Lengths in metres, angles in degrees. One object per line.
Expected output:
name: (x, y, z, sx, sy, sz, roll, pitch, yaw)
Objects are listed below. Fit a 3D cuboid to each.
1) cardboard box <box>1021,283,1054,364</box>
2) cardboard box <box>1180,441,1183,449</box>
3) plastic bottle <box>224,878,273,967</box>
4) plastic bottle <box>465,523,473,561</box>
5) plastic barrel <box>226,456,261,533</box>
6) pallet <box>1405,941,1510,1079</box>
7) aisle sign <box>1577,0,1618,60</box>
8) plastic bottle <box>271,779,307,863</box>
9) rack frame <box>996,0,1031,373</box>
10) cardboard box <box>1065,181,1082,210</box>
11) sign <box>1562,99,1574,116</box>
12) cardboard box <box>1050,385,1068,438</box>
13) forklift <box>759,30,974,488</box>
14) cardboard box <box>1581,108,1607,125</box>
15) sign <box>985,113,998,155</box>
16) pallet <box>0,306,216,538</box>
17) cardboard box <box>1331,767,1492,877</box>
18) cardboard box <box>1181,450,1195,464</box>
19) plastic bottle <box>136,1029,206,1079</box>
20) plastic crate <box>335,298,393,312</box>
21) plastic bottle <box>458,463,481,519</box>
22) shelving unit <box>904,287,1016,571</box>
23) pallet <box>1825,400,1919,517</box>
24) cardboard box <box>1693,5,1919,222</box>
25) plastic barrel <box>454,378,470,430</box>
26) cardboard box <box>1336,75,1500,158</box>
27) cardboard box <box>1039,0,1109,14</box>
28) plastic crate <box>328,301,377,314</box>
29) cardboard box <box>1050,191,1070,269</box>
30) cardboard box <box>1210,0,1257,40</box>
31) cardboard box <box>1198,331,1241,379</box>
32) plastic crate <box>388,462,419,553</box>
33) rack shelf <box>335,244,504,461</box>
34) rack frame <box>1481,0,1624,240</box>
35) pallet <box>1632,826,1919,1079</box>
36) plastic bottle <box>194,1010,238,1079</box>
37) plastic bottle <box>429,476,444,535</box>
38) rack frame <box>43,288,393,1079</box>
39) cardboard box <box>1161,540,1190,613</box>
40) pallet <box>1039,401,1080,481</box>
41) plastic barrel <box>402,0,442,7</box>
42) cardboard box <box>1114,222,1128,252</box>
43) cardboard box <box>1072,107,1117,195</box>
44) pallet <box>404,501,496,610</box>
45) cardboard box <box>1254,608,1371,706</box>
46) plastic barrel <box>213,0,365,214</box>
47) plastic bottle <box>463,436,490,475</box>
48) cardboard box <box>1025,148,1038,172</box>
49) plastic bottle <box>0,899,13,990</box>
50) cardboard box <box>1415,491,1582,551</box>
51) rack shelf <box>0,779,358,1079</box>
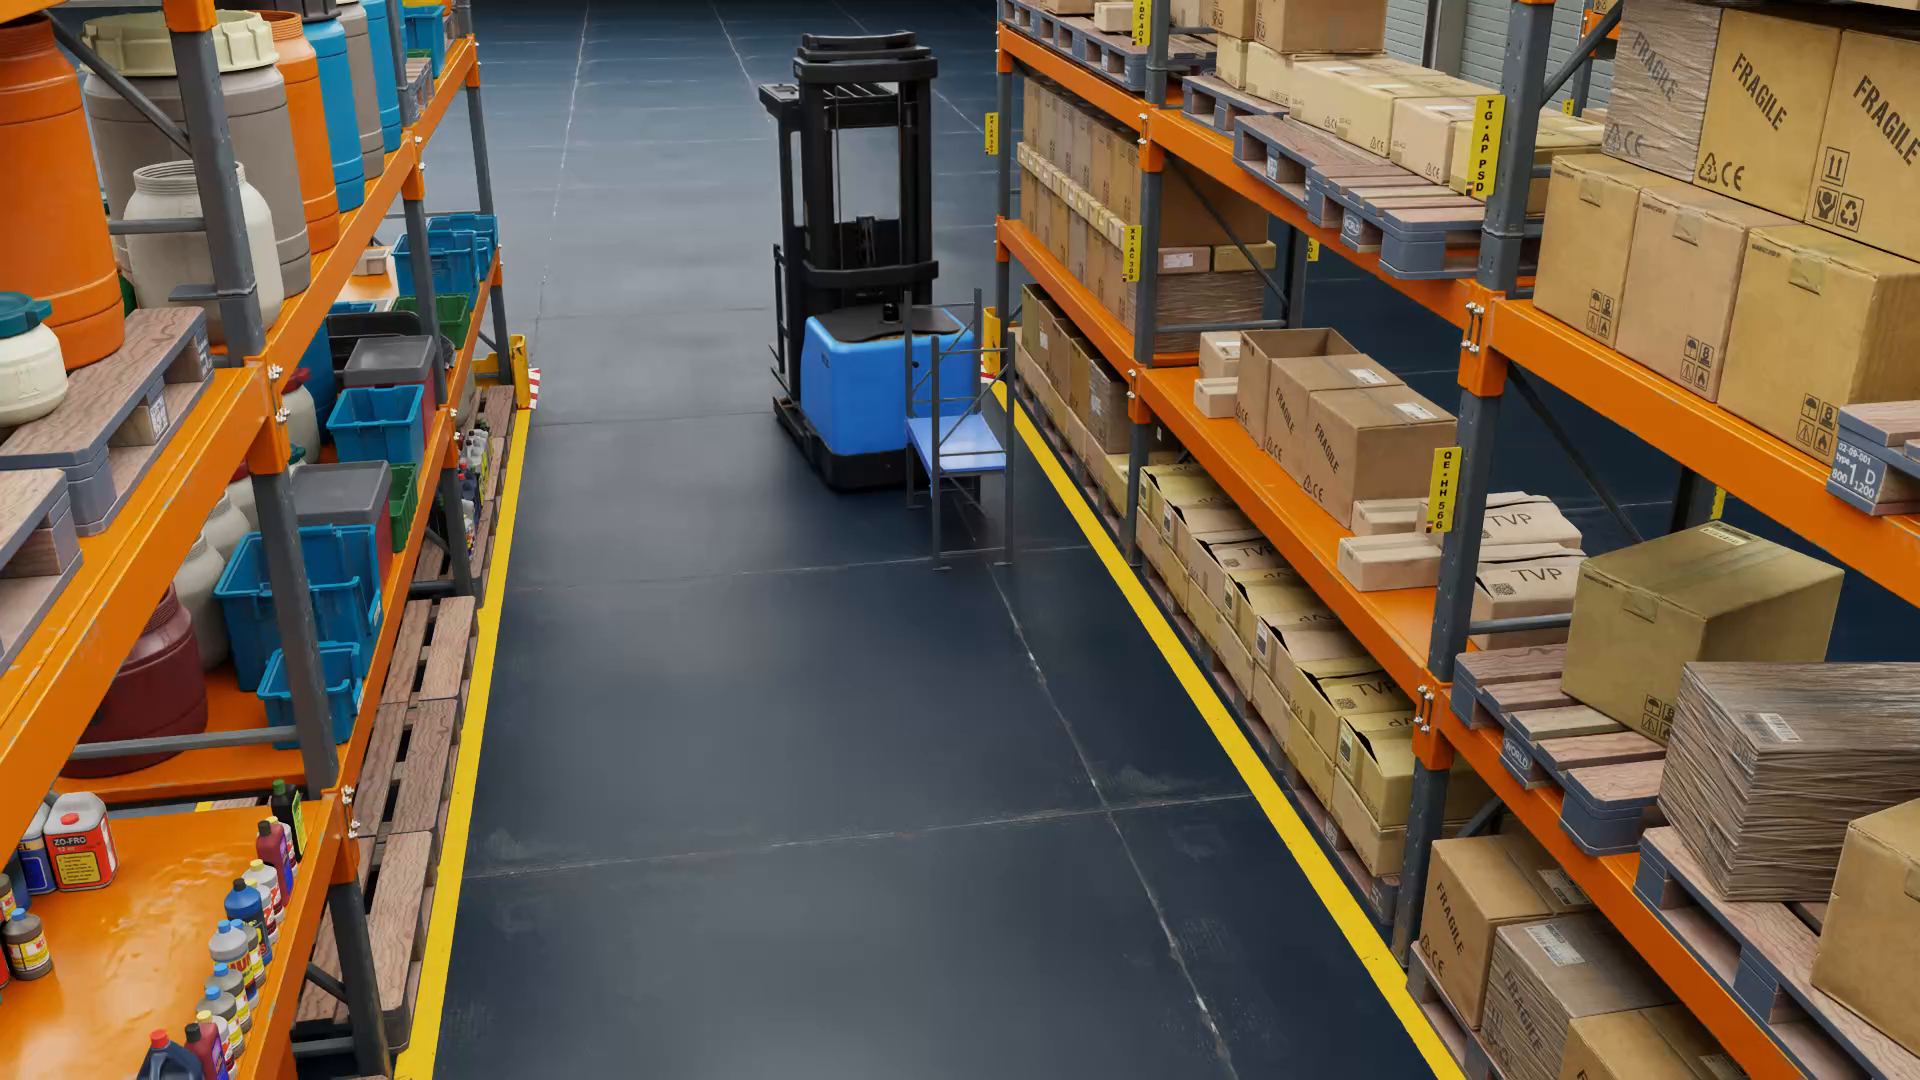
cardboard box: (0.773, -1.688, 12.840, 0.500, 0.500, 0.500, -4, 24, -10)
cardboard box: (1.660, -0.940, 11.128, 0.500, 0.500, 0.500, -4, 24, -10)
plastic bottle: (-2.015, 1.077, 4.697, 0.097, 0.271, 0.097, 0, 24, 0)
plastic bottle: (-2.959, -0.006, 9.876, 0.097, 0.271, 0.097, 0, 24, 0)
plastic barrel: (-3.154, -0.108, 7.080, 0.433, 0.535, 0.433, 0, 24, 0)
pallet: (2.379, 1.885, 6.169, 1.003, 0.211, 1.213, -4, 24, -10)
aisle sign: (5.358, -4.401, 13.831, 0.394, 0.787, 0.004, -4, 24, -10)
plastic bottle: (-2.097, 0.857, 5.185, 0.061, 0.283, 0.133, -4, 24, -10)
rack frame: (0.798, -2.836, 13.495, 1.000, 3.000, 0.127, -4, 24, -10)
cardboard box: (0.943, -2.404, 11.571, 0.380, 0.149, 0.250, -4, 24, -9)
sign: (5.133, -3.560, 14.072, 0.100, 0.325, 0.005, -4, 24, -10)
cardboard box: (0.955, -0.950, 12.089, 0.500, 0.250, 0.500, -4, 24, -10)
forklift: (-0.815, -2.260, 12.262, 1.130, 2.935, 3.031, -7, 25, -16)
cardboard box: (5.459, -3.278, 13.733, 0.500, 0.500, 0.500, -4, 24, -10)
sign: (0.252, -3.230, 13.217, 0.100, 0.325, 0.005, -4, 24, -10)
pallet: (-2.546, -0.304, 4.186, 1.003, 0.211, 1.213, -4, 24, -10)
cardboard box: (1.941, 1.190, 7.189, 0.500, 0.250, 0.500, -4, 24, -8)
cardboard box: (1.750, -0.399, 10.828, 0.500, 0.250, 0.500, -4, 24, -10)
plastic bottle: (-1.897, 1.342, 3.992, 0.144, 0.351, 0.185, -4, 24, -10)
plastic crate: (-3.880, -1.396, 10.529, 0.530, 0.136, 0.437, -4, 24, -10)
plastic bottle: (-3.107, -0.307, 10.466, 0.144, 0.351, 0.185, -5, 24, -12)
shelving unit: (-0.016, -0.721, 10.527, 0.538, 1.500, 1.048, -4, 24, -10)
pallet: (2.771, -0.073, 3.657, 1.213, 0.211, 1.003, -4, 24, -10)
cardboard box: (2.446, -1.195, 4.616, 0.500, 0.500, 0.500, -4, 24, -10)
plastic barrel: (-3.781, -1.072, 12.041, 0.421, 0.512, 0.421, 0, 24, 0)
cardboard box: (1.929, -1.792, 7.021, 0.500, 0.250, 0.500, -5, 24, -11)
cardboard box: (0.837, -3.839, 11.220, 0.500, 0.500, 0.500, -4, 24, -10)
plastic crate: (-3.802, -1.244, 10.037, 0.499, 0.251, 0.616, -4, 24, -10)
cardboard box: (1.060, -2.295, 12.132, 0.700, 0.500, 0.500, -4, 24, -9)
cardboard box: (1.613, -2.859, 8.526, 0.500, 0.500, 0.500, -4, 24, -9)
cardboard box: (1.672, -1.003, 9.486, 0.500, 0.250, 0.500, -3, 24, -6)
plastic crate: (-2.731, -0.136, 7.578, 0.450, 0.188, 0.662, -4, 24, -10)
rack shelf: (-3.700, -1.354, 11.002, 1.077, 0.370, 4.000, -4, 24, -10)
rack frame: (2.278, -2.438, 5.089, 1.000, 3.000, 0.127, -4, 24, -10)
pallet: (2.642, 1.164, 4.578, 1.003, 0.211, 1.213, -4, 24, -10)
plastic bottle: (-1.925, 1.300, 4.273, 0.097, 0.201, 0.097, 0, 24, 0)
plastic bottle: (-3.214, -0.222, 10.271, 0.144, 0.351, 0.185, -4, 24, -10)
rack frame: (-2.591, 0.676, 5.454, 1.000, 3.000, 0.127, -4, 24, -10)
cardboard box: (1.462, 0.184, 9.493, 0.500, 0.250, 0.500, -4, 24, -8)
pallet: (1.203, -0.781, 12.275, 1.003, 0.211, 1.213, -4, 24, -10)
plastic barrel: (-3.735, -3.685, 10.932, 0.600, 0.588, 0.600, 0, 24, 0)
cardboard box: (1.182, -1.897, 10.410, 0.380, 0.149, 0.250, -5, 24, -11)
cardboard box: (1.171, -2.669, 11.367, 0.700, 0.500, 0.500, -4, 24, -10)
pallet: (-3.414, 0.114, 10.226, 1.003, 0.211, 1.213, -4, 24, -10)
cardboard box: (1.746, 0.531, 7.996, 0.500, 0.311, 0.500, -4, 24, -10)
plastic barrel: (-2.781, -1.803, 6.756, 0.600, 0.901, 0.708, -4, 24, -10)
plastic bottle: (-3.255, -0.578, 11.180, 0.152, 0.276, 0.135, -5, 24, -11)
cardboard box: (0.711, -2.905, 12.718, 0.380, 0.149, 0.250, -5, 24, -11)
plastic bottle: (-2.743, 1.109, 4.618, 0.152, 0.276, 0.135, -4, 24, -10)
cardboard box: (2.303, -0.014, 7.146, 0.500, 0.311, 0.500, -5, 24, -10)
rack shelf: (-2.221, 1.793, 3.797, 1.077, 0.370, 4.000, -4, 24, -10)
